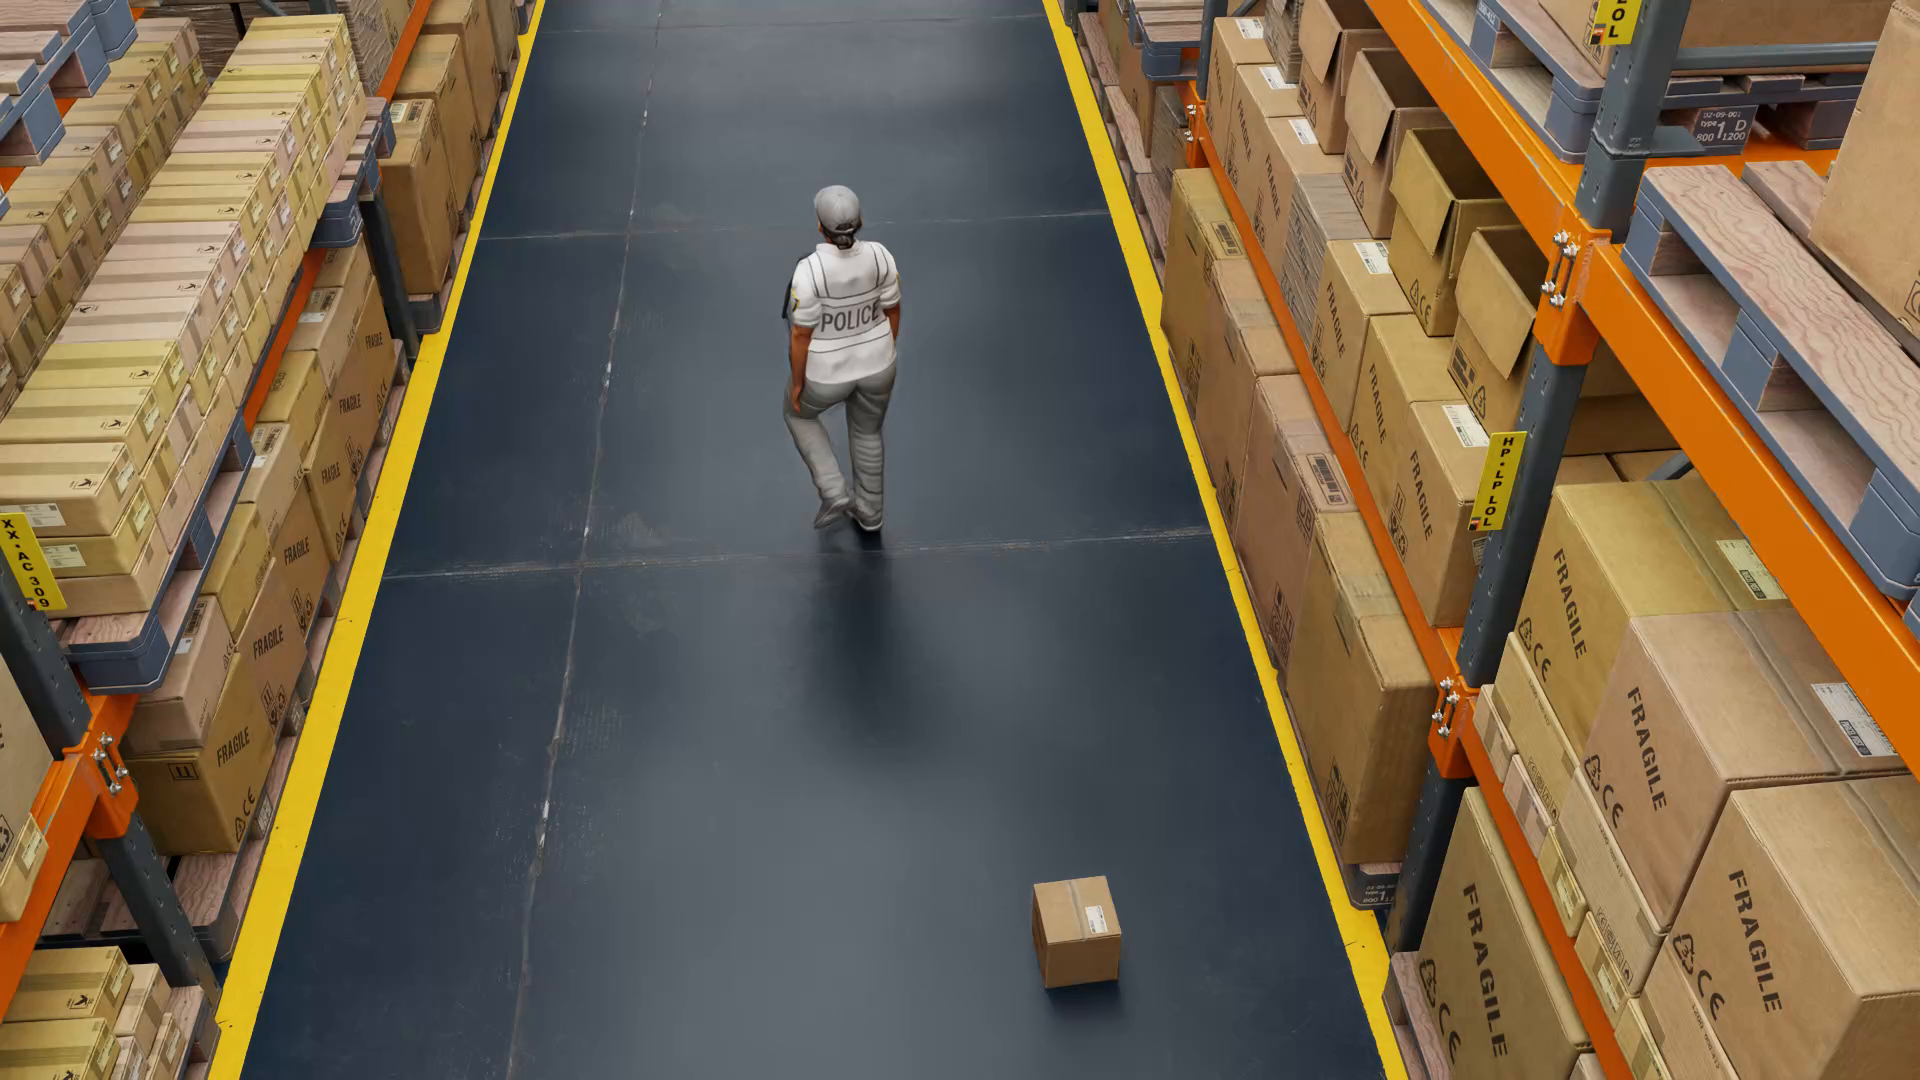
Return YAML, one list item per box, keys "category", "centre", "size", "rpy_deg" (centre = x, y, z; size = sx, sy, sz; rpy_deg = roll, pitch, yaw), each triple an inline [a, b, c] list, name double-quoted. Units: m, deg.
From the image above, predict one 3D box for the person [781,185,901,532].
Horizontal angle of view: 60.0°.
- category: "person"
  centre: [-0.508, -0.757, 7.044]
  size: [0.512, 1.676, 0.465]
  rpy_deg: [-16, 42, -18]
